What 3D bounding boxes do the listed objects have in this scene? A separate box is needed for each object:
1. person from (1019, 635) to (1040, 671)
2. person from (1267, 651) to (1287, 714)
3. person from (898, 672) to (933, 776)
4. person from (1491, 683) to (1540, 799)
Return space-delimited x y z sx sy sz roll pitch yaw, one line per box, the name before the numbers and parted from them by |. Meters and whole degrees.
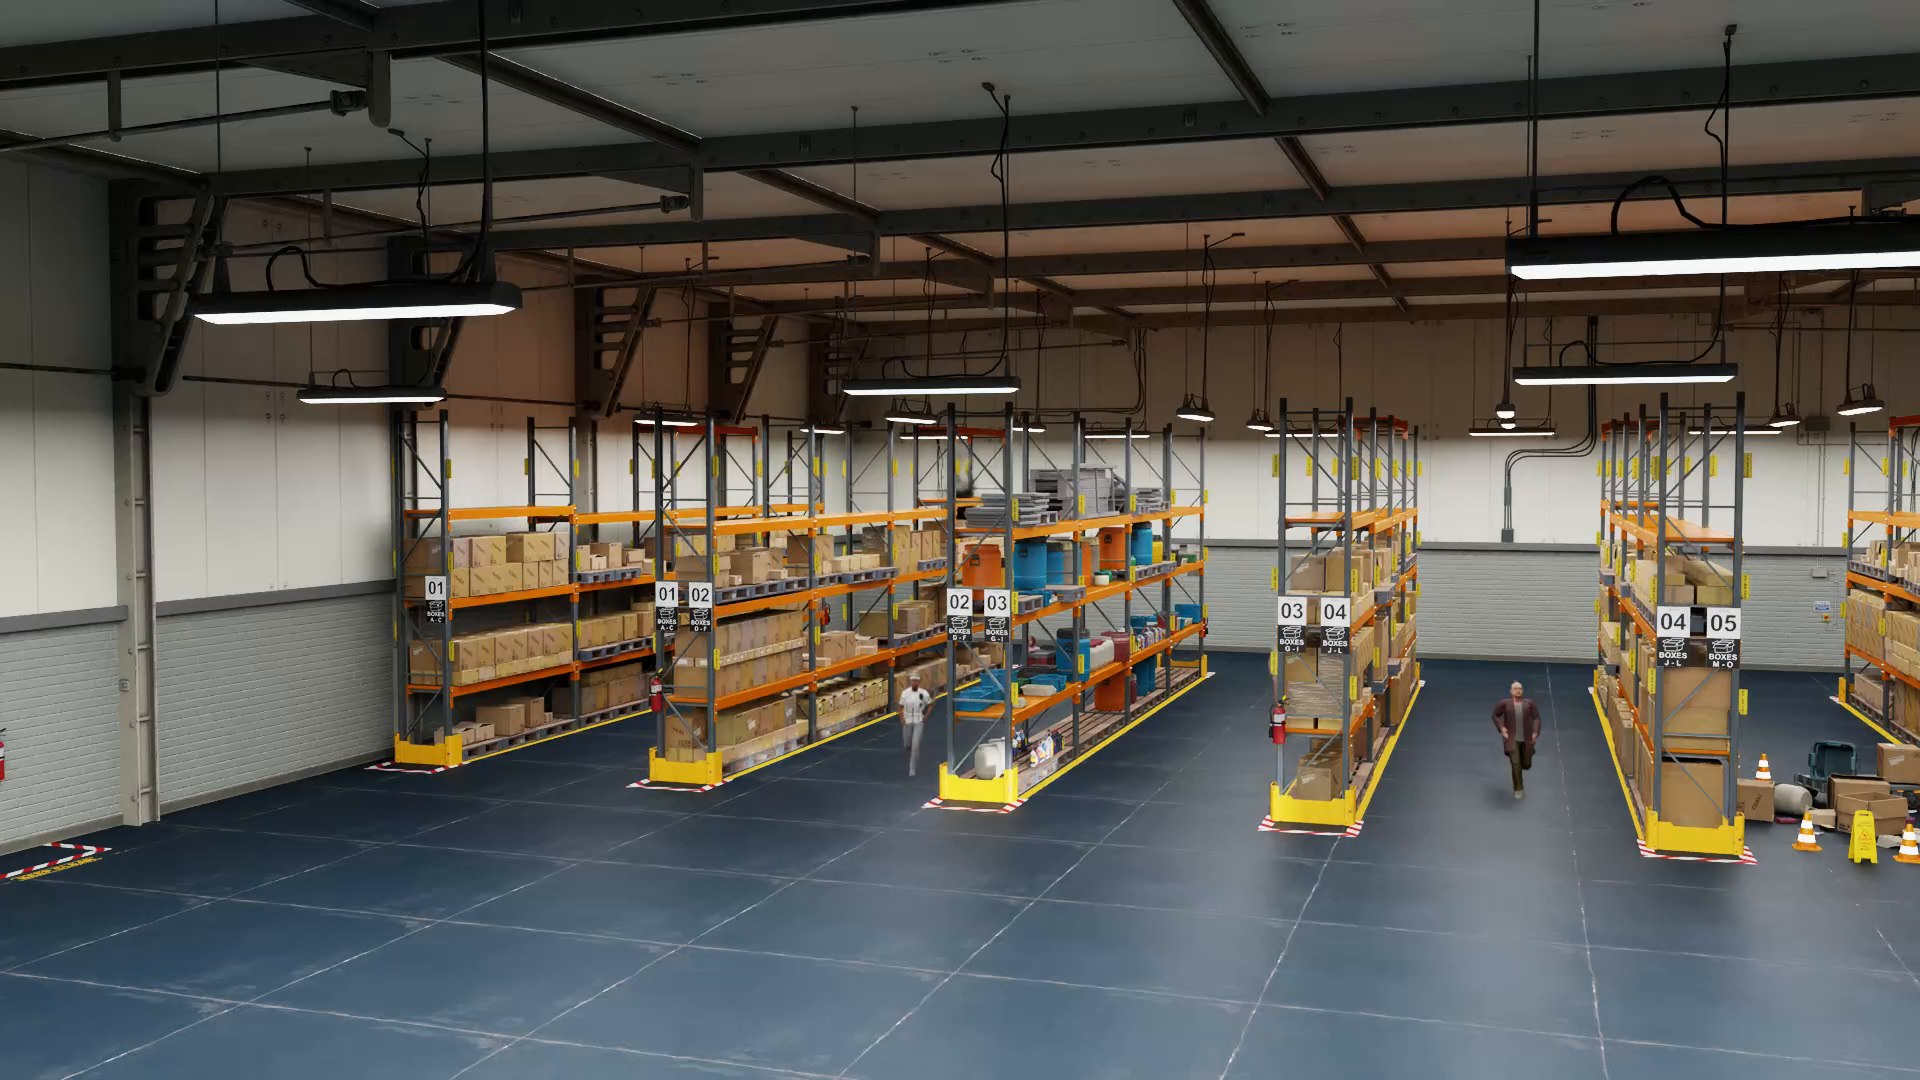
person | 1.445 2.731 33.969 0.537 1.577 0.893 1 3 17
person | 6.371 2.770 32.932 0.588 1.634 0.793 1 3 16
person | -0.740 3.016 27.478 0.568 1.683 0.870 1 2 12
person | 8.574 3.061 25.610 0.707 1.740 0.912 0 2 4
